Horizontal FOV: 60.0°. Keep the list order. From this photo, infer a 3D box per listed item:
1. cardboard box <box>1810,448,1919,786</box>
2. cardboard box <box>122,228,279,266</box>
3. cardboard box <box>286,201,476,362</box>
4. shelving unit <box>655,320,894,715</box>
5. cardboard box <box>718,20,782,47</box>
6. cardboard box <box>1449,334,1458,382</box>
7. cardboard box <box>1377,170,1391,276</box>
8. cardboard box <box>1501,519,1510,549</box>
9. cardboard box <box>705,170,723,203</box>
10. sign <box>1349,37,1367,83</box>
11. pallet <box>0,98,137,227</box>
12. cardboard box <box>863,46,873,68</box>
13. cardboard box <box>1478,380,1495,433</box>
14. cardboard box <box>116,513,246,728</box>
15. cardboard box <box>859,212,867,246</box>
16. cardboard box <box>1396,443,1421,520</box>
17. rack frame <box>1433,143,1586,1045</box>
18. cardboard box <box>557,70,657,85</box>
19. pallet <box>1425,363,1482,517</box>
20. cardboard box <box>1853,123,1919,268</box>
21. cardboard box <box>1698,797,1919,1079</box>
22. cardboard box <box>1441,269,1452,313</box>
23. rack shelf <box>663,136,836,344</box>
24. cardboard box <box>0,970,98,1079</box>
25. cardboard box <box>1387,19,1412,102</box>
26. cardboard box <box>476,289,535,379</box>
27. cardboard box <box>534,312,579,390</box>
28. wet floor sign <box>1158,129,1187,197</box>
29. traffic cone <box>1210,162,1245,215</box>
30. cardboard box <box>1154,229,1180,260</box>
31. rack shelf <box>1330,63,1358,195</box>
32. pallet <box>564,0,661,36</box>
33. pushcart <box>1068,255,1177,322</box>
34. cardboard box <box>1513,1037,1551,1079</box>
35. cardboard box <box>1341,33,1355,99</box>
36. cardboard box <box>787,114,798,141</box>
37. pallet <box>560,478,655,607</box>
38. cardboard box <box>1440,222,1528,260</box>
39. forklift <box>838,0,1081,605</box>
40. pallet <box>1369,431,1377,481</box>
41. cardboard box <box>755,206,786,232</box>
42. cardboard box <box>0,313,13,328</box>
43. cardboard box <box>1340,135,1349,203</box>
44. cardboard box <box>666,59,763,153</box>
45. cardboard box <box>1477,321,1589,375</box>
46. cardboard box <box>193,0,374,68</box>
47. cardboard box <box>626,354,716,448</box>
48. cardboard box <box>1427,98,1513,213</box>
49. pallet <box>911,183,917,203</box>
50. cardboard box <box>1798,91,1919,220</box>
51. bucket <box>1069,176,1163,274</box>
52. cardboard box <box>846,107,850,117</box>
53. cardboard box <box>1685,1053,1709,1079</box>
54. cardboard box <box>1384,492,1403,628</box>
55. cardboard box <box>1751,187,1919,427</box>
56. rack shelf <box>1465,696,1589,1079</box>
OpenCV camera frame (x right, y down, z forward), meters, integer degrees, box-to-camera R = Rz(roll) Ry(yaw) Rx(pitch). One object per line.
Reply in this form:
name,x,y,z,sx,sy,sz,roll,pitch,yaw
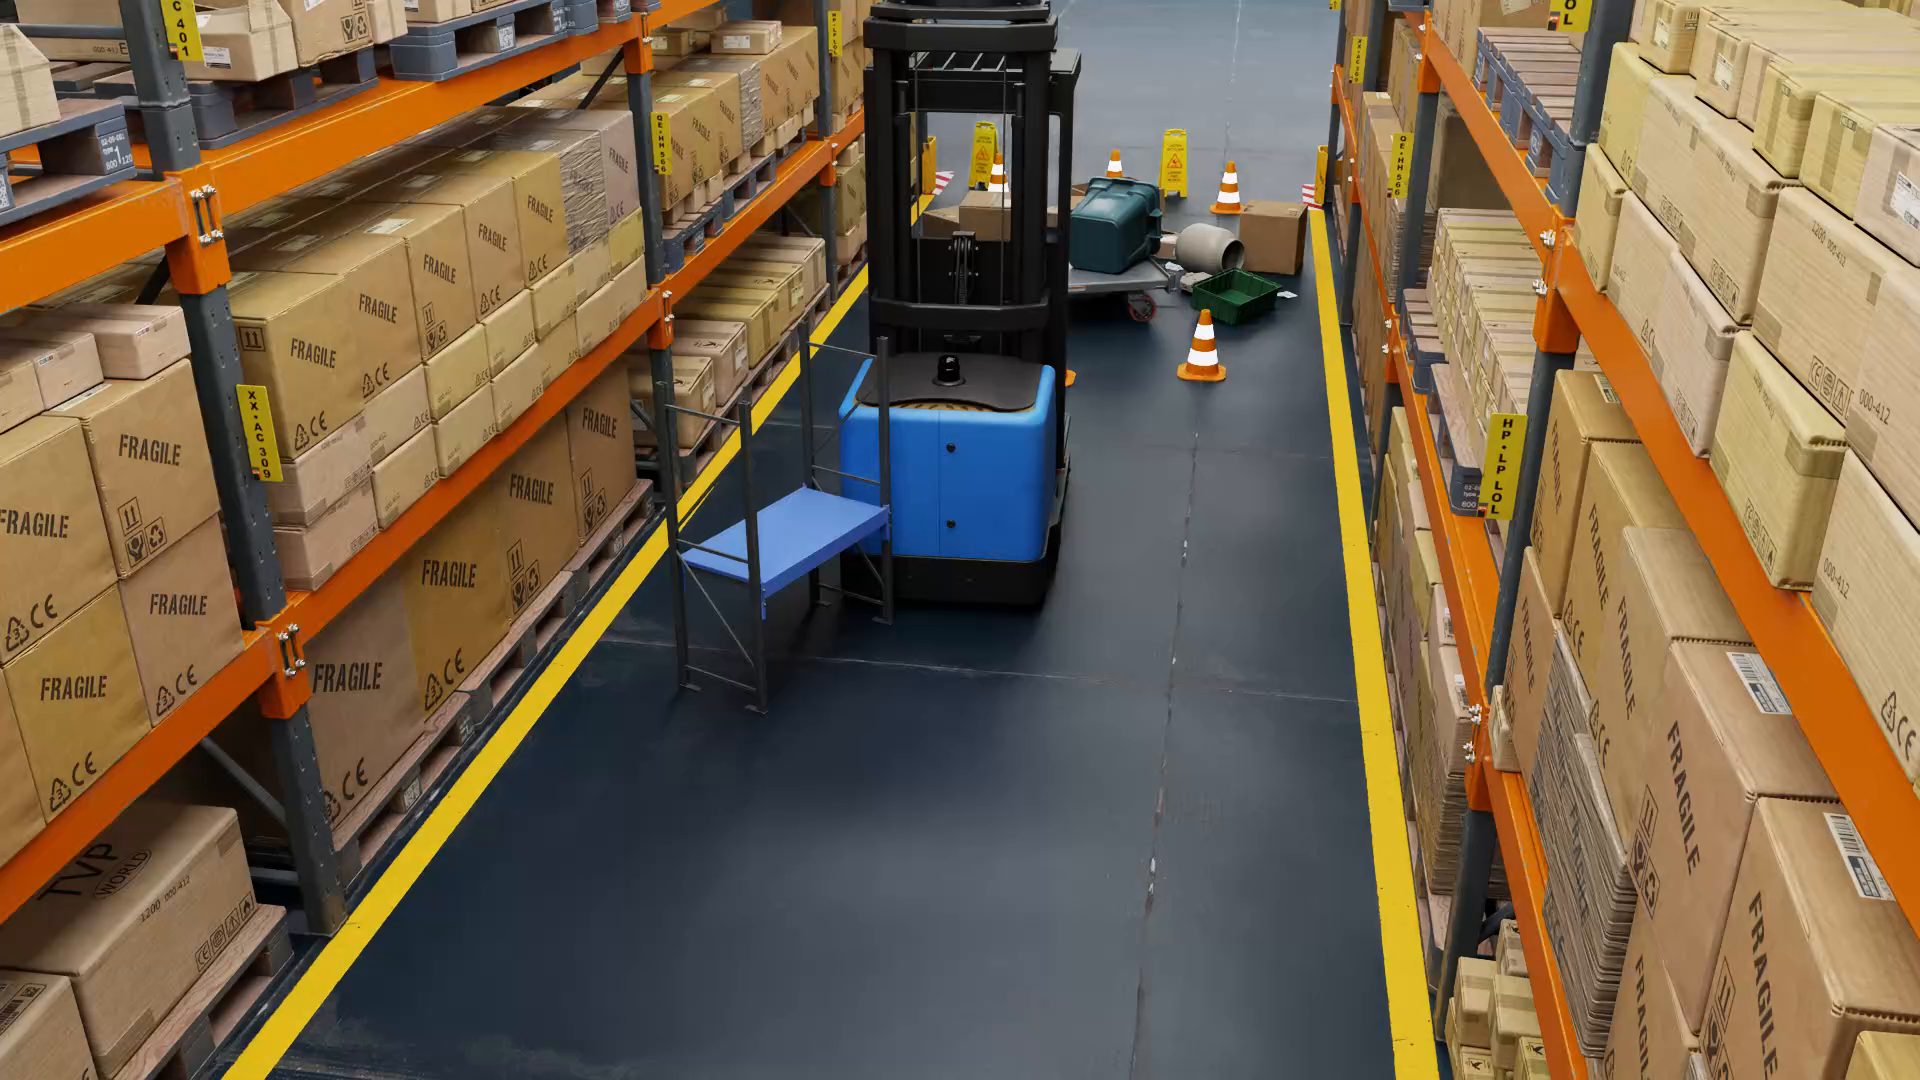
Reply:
cardboard box,1.441,0.105,2.127,0.500,0.250,0.500,5,26,11
cardboard box,-2.887,-0.869,6.270,0.500,0.500,0.500,5,25,10
cardboard box,-2.293,-1.036,6.628,0.500,0.500,0.500,3,25,7
shelving unit,-0.823,-0.128,7.754,0.538,1.500,1.048,15,29,29
cardboard box,-1.434,-3.462,11.378,0.380,0.149,0.250,3,25,7
cardboard box,2.321,-0.775,7.169,0.380,0.149,0.250,5,26,10
cardboard box,2.656,-1.783,9.402,0.500,0.500,0.500,4,25,9
cardboard box,2.022,-0.014,5.542,0.380,0.149,0.250,4,25,9
cardboard box,-1.664,-2.163,10.133,0.380,0.149,0.250,4,25,9
sign,2.870,-3.460,11.990,0.100,0.325,0.005,4,25,9
pallet,-2.933,-0.926,4.257,1.003,0.211,1.213,4,25,9
cardboard box,-0.981,-4.061,13.918,0.500,0.500,0.500,4,25,8
cardboard box,2.150,-0.477,6.182,0.380,0.149,0.250,3,25,6
cardboard box,-2.613,0.217,5.130,0.500,0.500,0.500,4,25,9
cardboard box,-1.043,-2.692,14.212,0.500,0.250,0.500,5,26,11
cardboard box,2.330,-0.236,7.784,0.500,0.250,0.500,4,25,8
rack frame,2.111,0.351,4.961,1.000,3.000,0.127,4,25,9
cardboard box,-2.180,-2.630,10.367,0.500,0.500,0.500,2,25,5
pallet,2.481,-0.404,6.801,1.003,0.211,1.213,4,25,9
cardboard box,1.495,-0.475,2.305,0.380,0.149,0.250,3,25,7
cardboard box,1.445,0.753,2.456,0.500,0.500,0.500,5,26,11
cardboard box,2.405,-1.119,7.553,0.380,0.149,0.250,3,25,7
rack shelf,-1.809,-2.133,11.117,1.077,0.370,4.000,4,25,9
cardboard box,-3.143,1.650,4.713,0.875,0.438,0.875,3,25,7
cardboard box,3.343,-3.285,11.432,0.700,0.500,0.500,4,25,8
cardboard box,-2.192,-0.913,7.250,0.500,0.250,0.500,3,25,7
cardboard box,-2.128,-0.901,7.813,0.500,0.250,0.500,4,25,8
wet floor sign,2.123,-3.751,16.502,0.267,0.644,0.232,0,25,-1
traffic cone,2.584,-3.395,15.957,0.336,0.463,0.334,4,25,9
cardboard box,1.882,-2.603,14.498,0.396,0.266,0.258,8,26,18
rack shelf,3.745,-3.505,14.049,1.077,0.370,4.000,4,25,9
pallet,-2.188,-2.622,7.999,1.213,0.211,1.003,5,26,11
pushcart,0.776,-1.971,13.015,1.648,0.377,0.936,-5,25,-10
cardboard box,1.754,1.533,4.603,0.380,0.149,0.250,4,25,8
cardboard box,3.772,-4.120,14.337,0.875,0.550,0.550,4,25,9
cardboard box,-1.361,-2.918,11.747,0.380,0.149,0.250,4,25,8
pallet,-2.339,-0.035,9.076,1.003,0.211,1.213,4,25,9
cardboard box,2.457,-1.375,7.749,0.380,0.149,0.250,3,25,7
forklift,0.074,-1.593,9.195,1.130,2.935,3.031,3,25,6
pallet,2.968,-0.383,9.820,1.003,0.211,1.213,4,25,9
cardboard box,-1.650,-2.846,13.655,0.500,0.500,0.500,4,25,8
cardboard box,-3.097,-0.627,4.990,0.380,0.149,0.250,4,25,8
cardboard box,4.026,-3.607,15.429,0.875,0.875,0.875,4,25,9
cardboard box,-1.586,-2.814,10.760,0.500,0.500,0.500,3,25,7
cardboard box,2.198,-0.721,6.352,0.380,0.149,0.250,3,25,6
cardboard box,-2.359,-1.892,5.602,0.500,0.500,0.500,4,25,8
cardboard box,-2.033,-0.858,10.149,0.950,0.372,0.625,2,25,5
cardboard box,2.848,-2.007,8.702,0.700,0.500,0.500,4,25,8
pallet,-1.008,-3.336,16.129,1.003,0.211,1.213,4,25,9
cardboard box,1.532,-0.585,2.540,0.380,0.149,0.250,3,25,7
bucket,1.166,-2.417,12.944,0.726,0.611,0.620,13,38,26
cardboard box,-1.110,-3.514,13.515,0.380,0.149,0.250,4,25,8
cardboard box,1.439,1.211,2.657,0.500,0.500,0.500,4,25,9
cardboard box,2.318,0.109,7.932,0.500,0.500,0.500,4,25,9
cardboard box,1.544,-0.341,2.490,0.500,0.250,0.500,3,25,6
rack shelf,1.784,1.513,3.327,1.077,0.370,4.000,4,25,9
